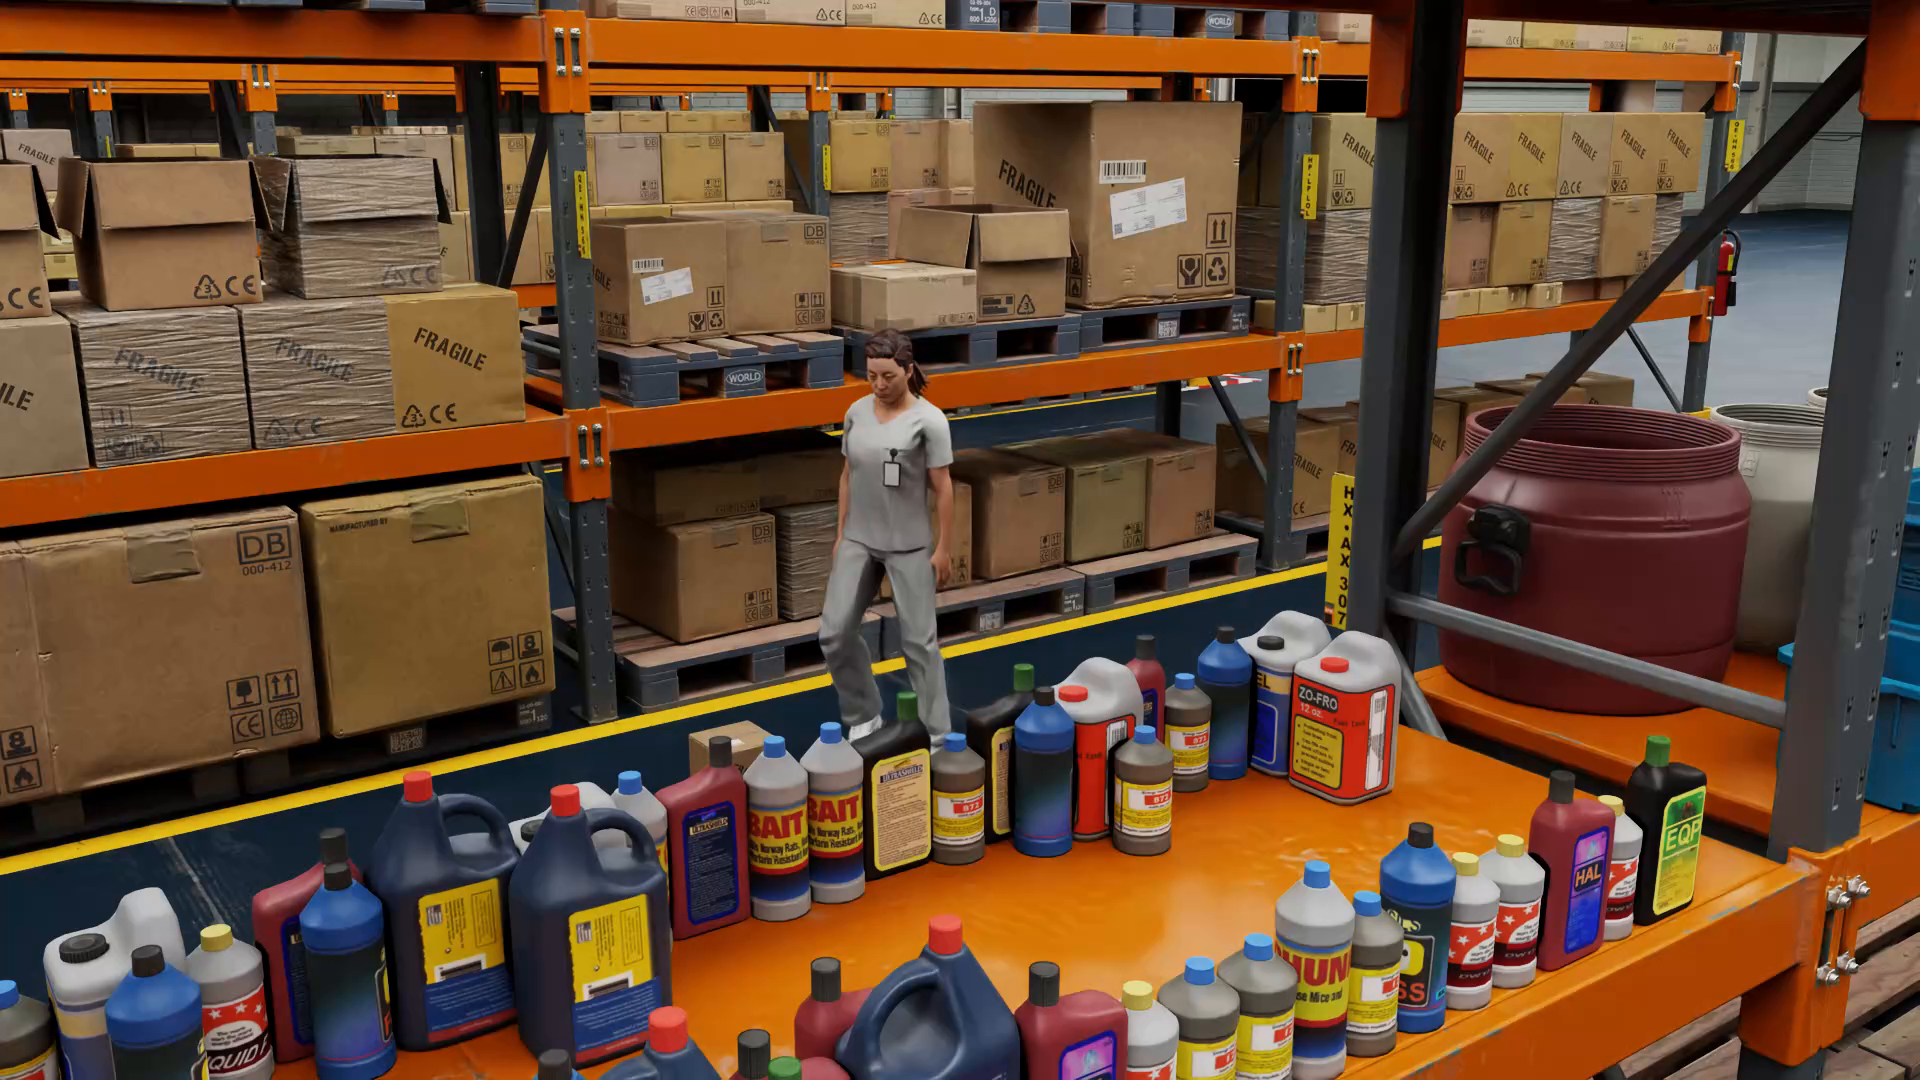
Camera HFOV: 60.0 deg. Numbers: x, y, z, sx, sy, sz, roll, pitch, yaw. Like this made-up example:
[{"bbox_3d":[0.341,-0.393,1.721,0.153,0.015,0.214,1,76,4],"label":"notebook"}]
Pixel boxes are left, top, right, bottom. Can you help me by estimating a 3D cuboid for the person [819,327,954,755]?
[{"bbox_3d":[-0.269,0.034,6.282,0.481,1.675,0.399,6,16,23],"label":"person"}]
